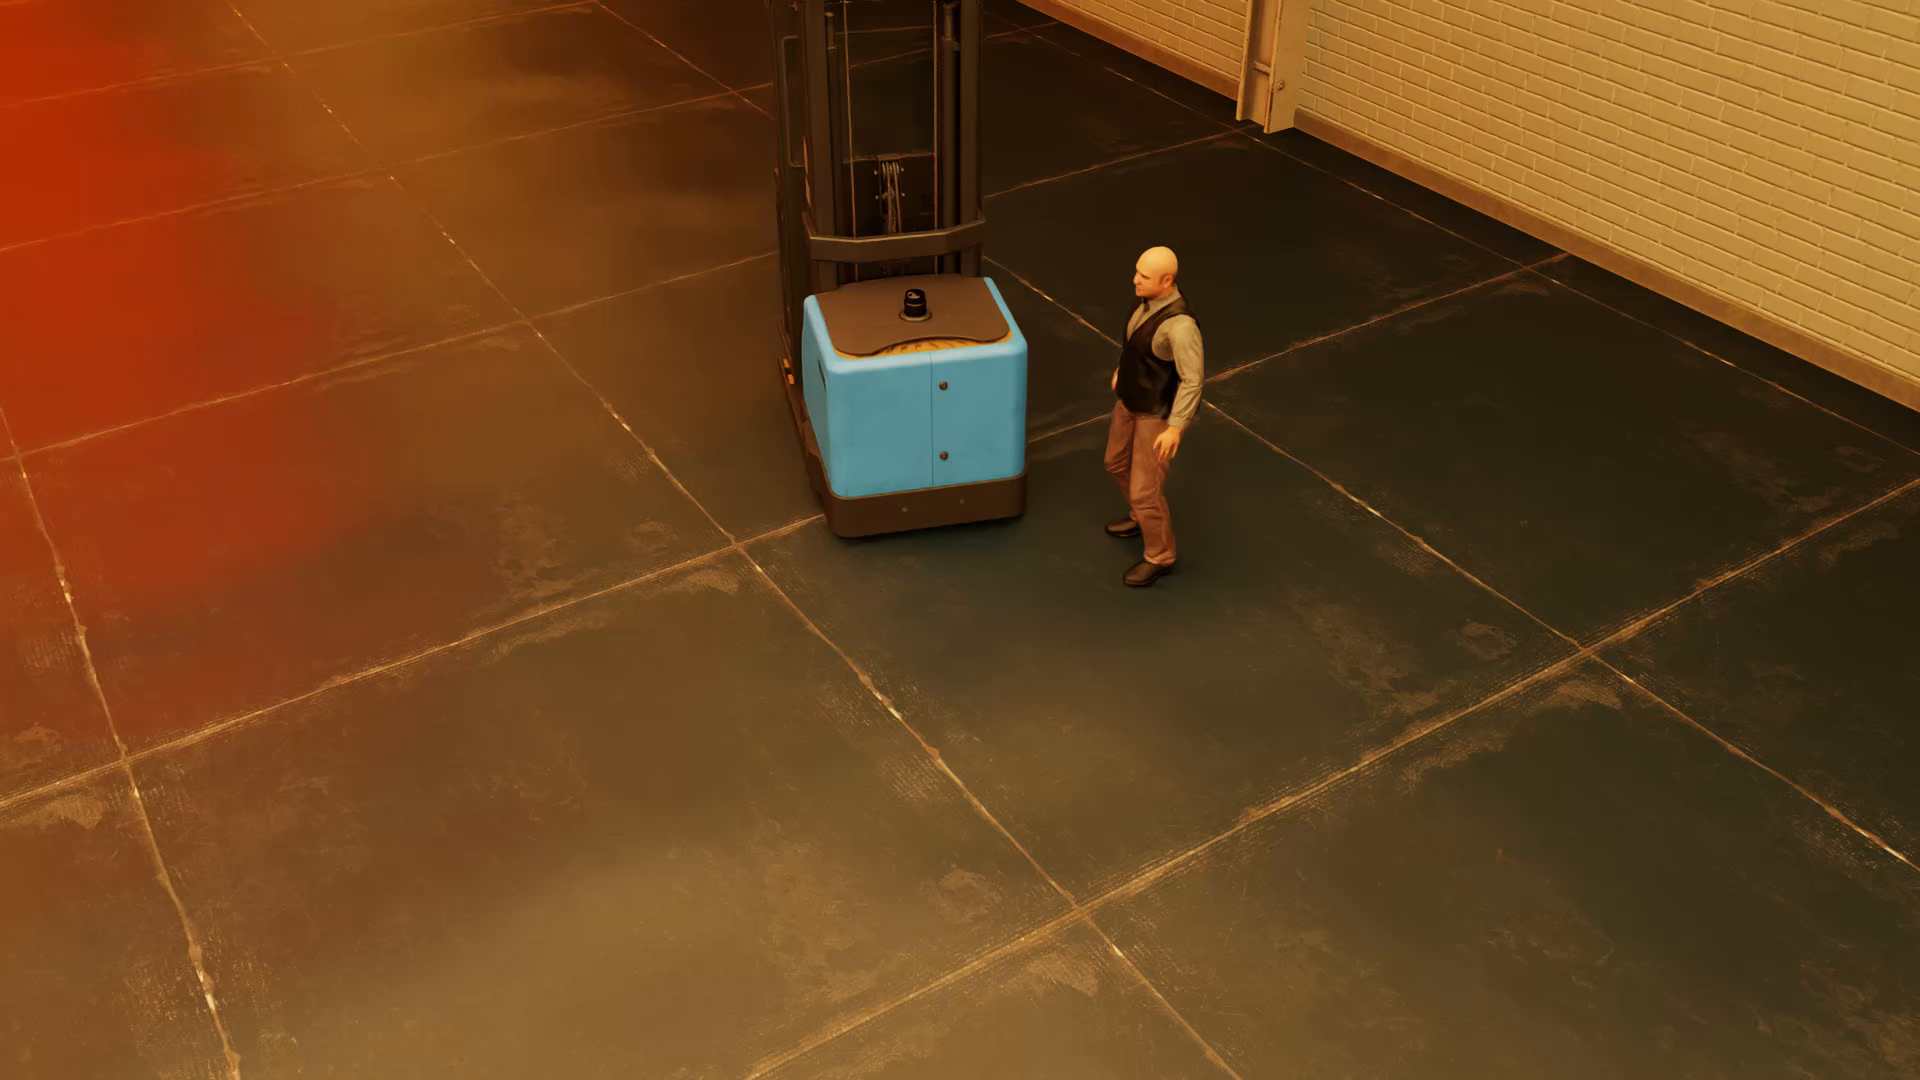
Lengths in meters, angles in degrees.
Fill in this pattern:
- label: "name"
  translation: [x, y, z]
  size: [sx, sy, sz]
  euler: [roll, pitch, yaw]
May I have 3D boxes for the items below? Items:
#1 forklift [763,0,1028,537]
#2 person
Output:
- label: "forklift"
  translation: [-0.474, -2.057, 9.075]
  size: [1.130, 2.935, 3.031]
  euler: [-8, 36, -11]
- label: "person"
  translation: [0.930, -0.661, 8.171]
  size: [0.408, 1.694, 0.769]
  euler: [-10, 36, -14]
